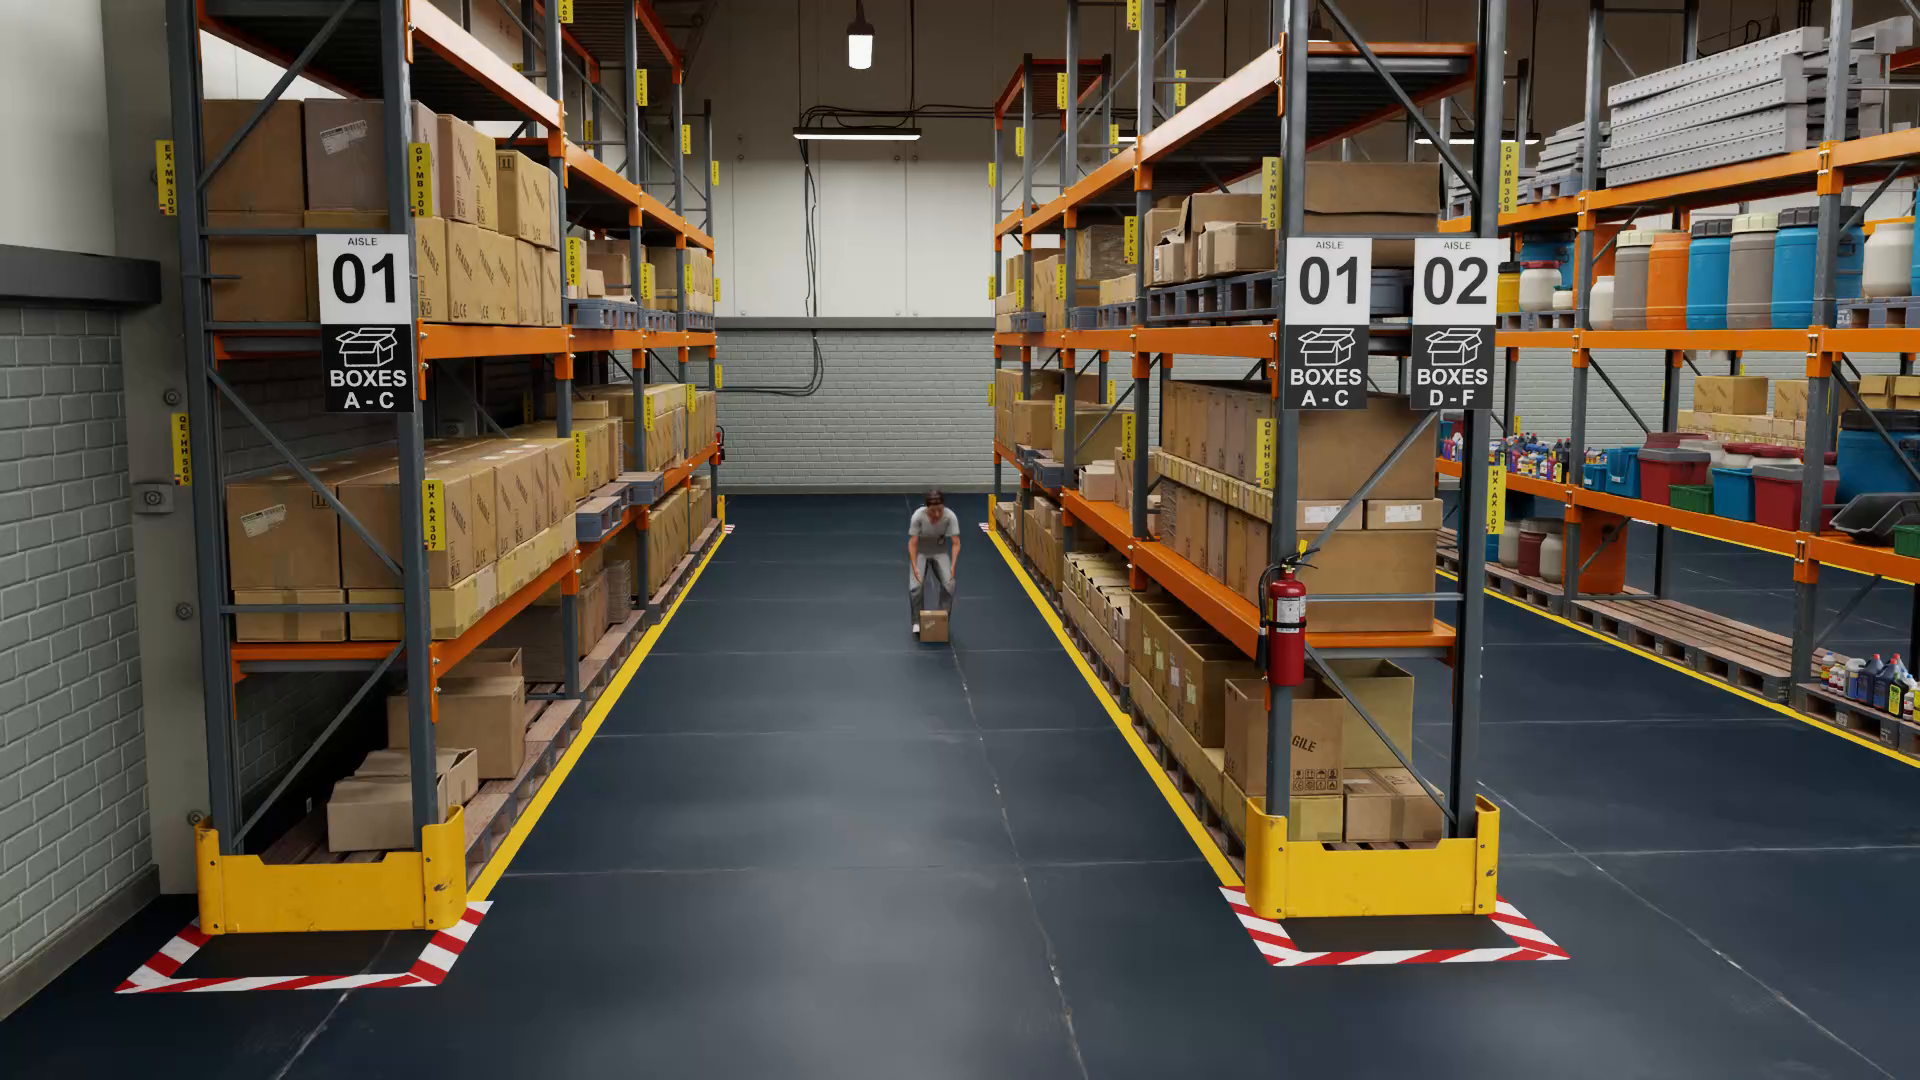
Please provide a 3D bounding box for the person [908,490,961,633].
[{"bbox_3d":[-0.241,0.190,15.519,0.491,1.362,0.652,0,7,-4],"label":"person"}]
